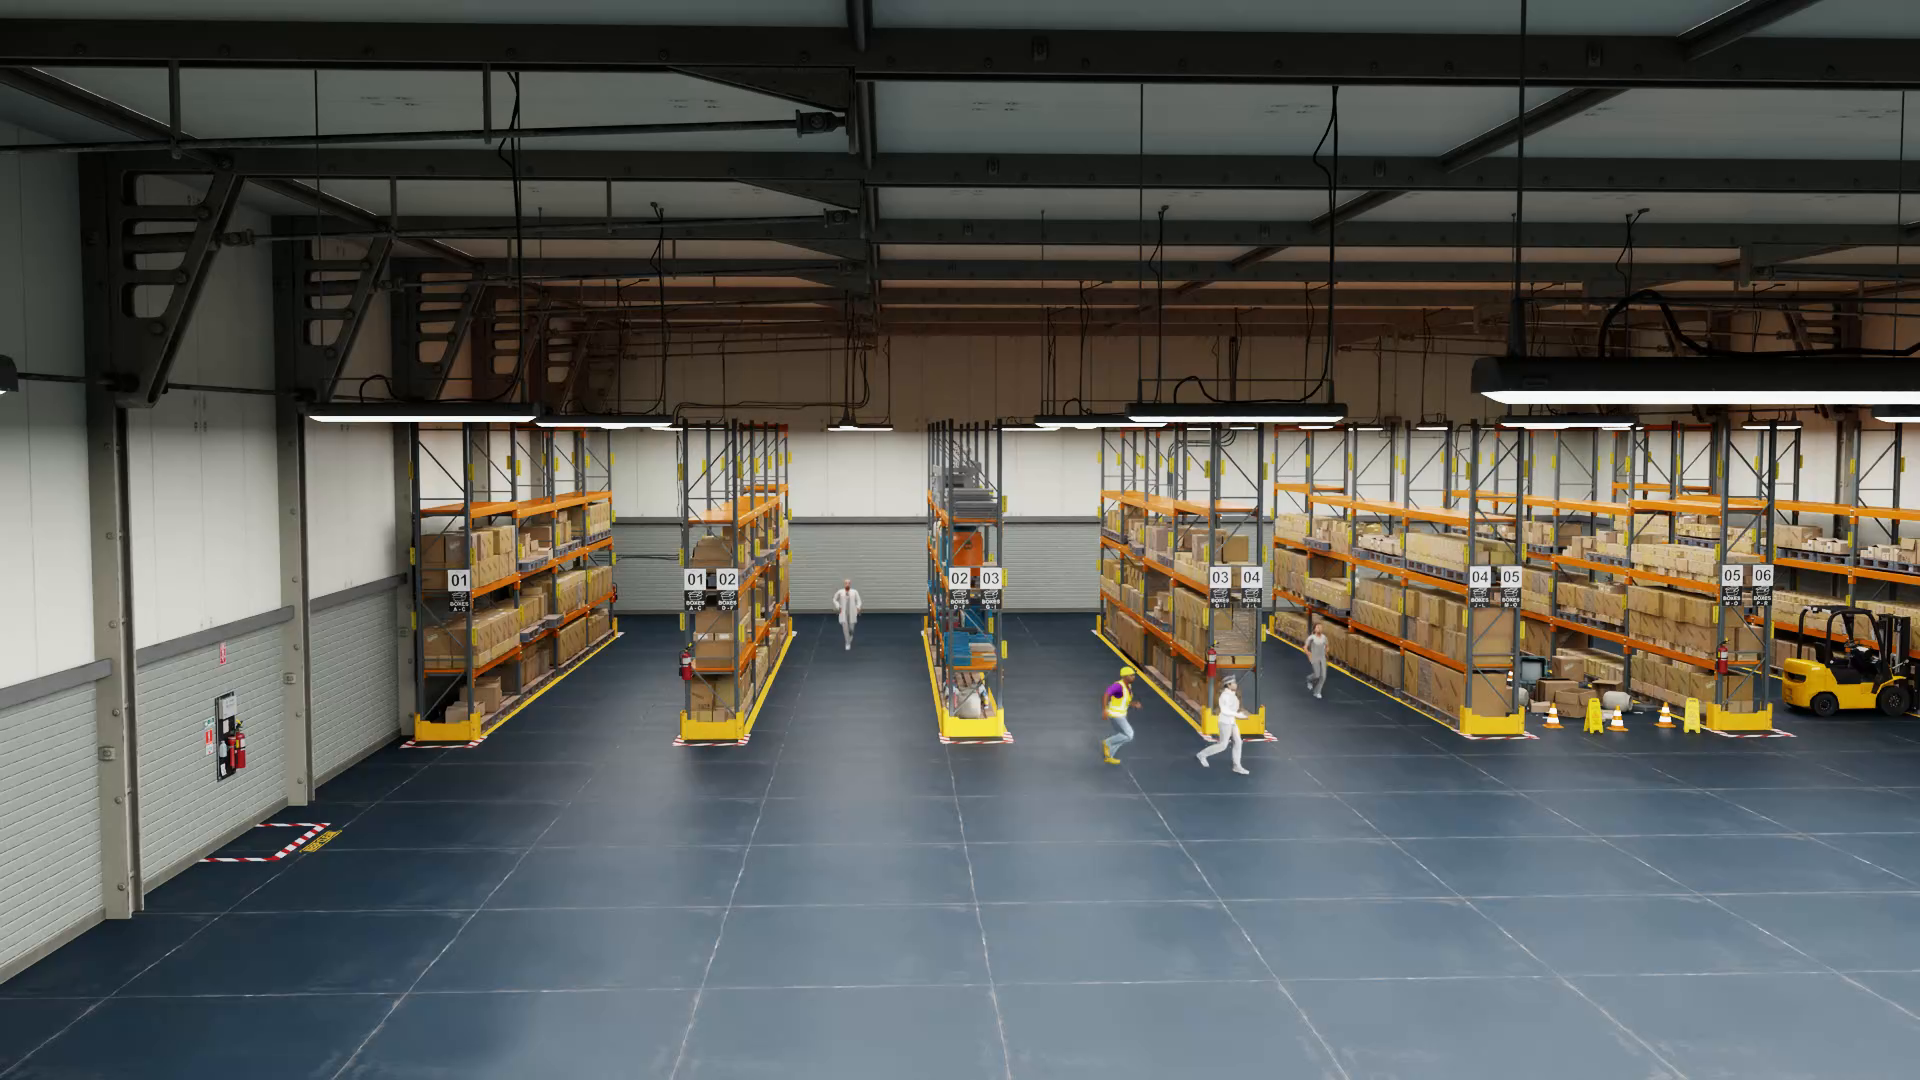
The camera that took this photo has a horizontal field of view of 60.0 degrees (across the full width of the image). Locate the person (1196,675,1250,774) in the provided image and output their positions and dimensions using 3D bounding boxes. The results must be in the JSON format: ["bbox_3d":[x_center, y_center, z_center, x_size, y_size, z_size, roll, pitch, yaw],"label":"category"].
[{"bbox_3d":[4.442,3.089,28.000,0.892,1.681,0.600,1,4,22],"label":"person"}]

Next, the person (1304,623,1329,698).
[{"bbox_3d":[7.769,2.608,36.154,0.565,1.623,0.573,-1,4,-12],"label":"person"}]

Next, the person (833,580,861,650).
[{"bbox_3d":[-2.858,1.876,42.102,0.712,1.756,0.727,0,4,-7],"label":"person"}]

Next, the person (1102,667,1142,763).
[{"bbox_3d":[2.797,3.024,28.739,0.671,1.676,0.661,1,4,17],"label":"person"}]

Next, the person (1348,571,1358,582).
[{"bbox_3d":[11.619,1.739,49.125,0.780,1.848,0.700,0,4,-7],"label":"person"}]
